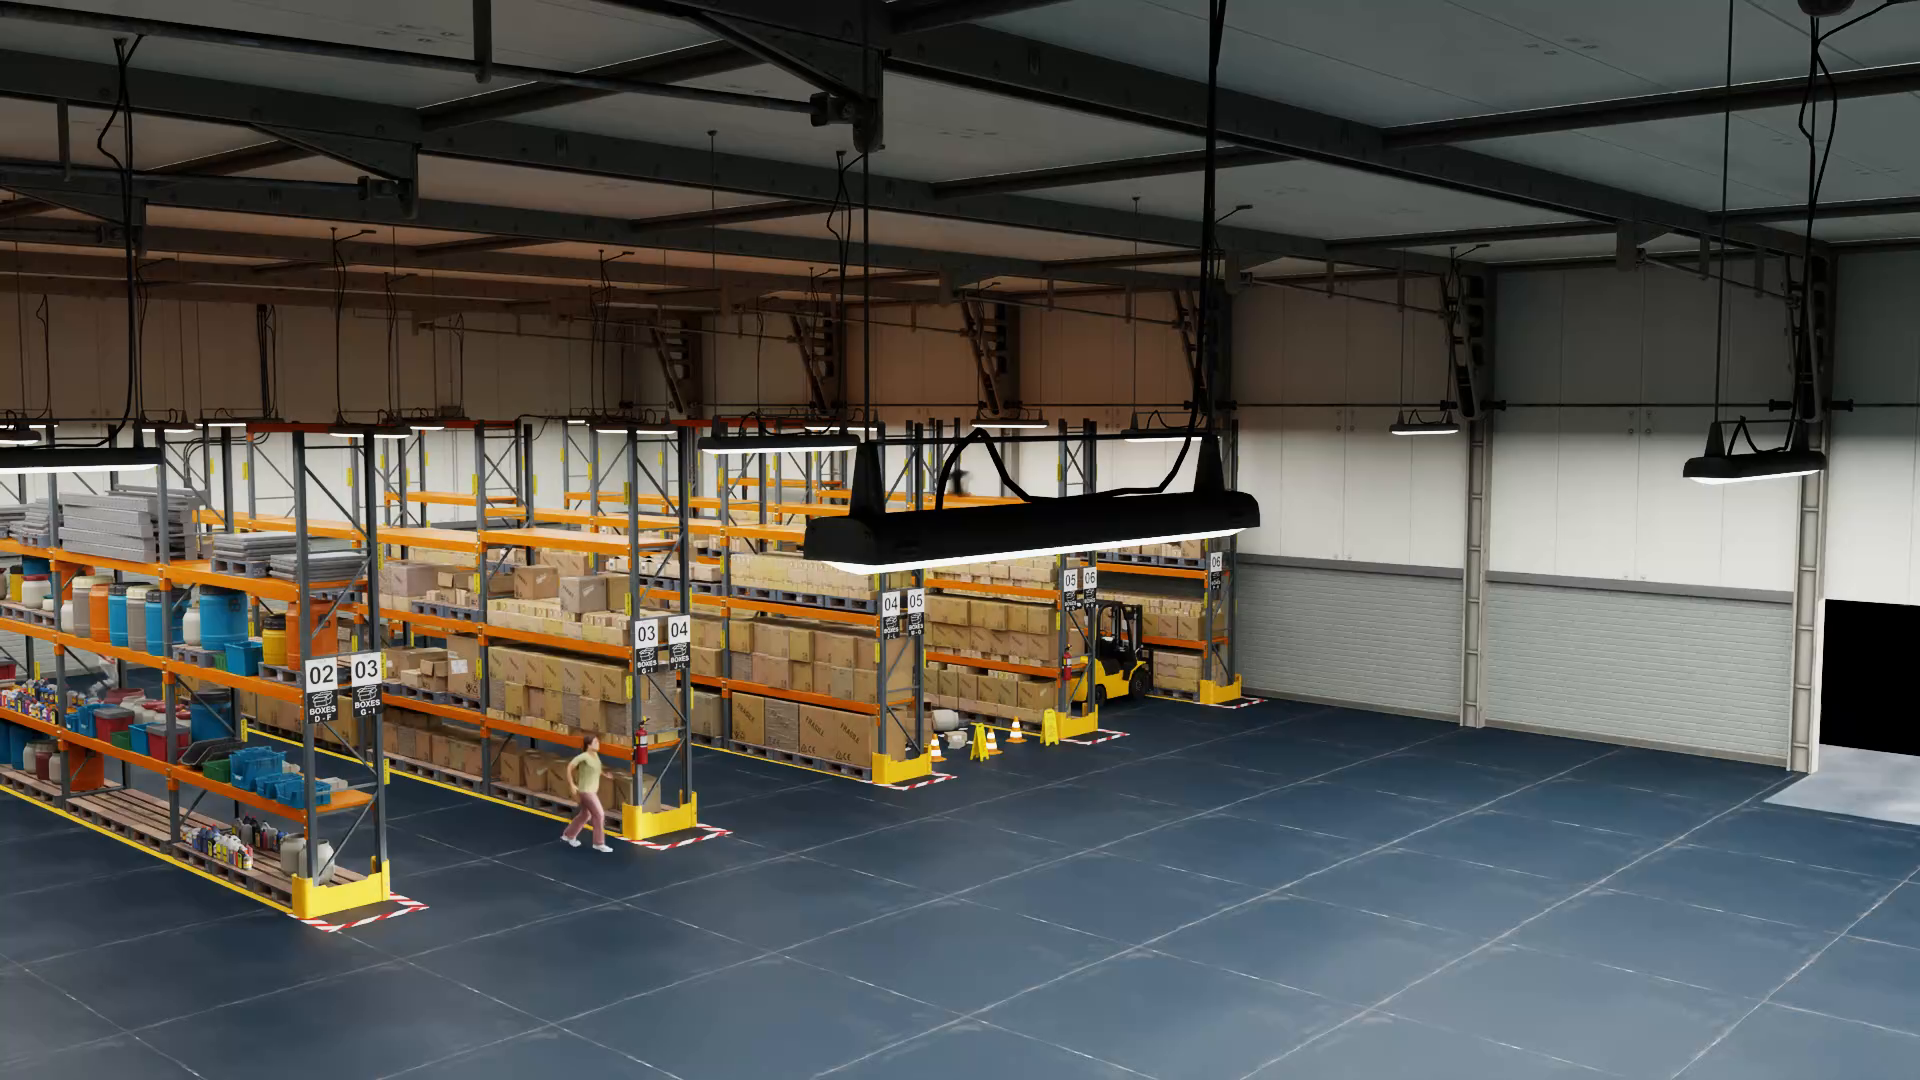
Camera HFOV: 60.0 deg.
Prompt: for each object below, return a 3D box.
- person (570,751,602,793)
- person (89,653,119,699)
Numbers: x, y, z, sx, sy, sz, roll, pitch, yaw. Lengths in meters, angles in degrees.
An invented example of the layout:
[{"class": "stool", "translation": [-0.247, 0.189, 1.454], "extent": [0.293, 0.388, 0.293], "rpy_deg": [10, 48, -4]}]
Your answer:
[{"class": "person", "translation": [-5.255, 3.272, 23.512], "extent": [0.358, 0.588, 0.542], "rpy_deg": [1, 5, 12]}, {"class": "person", "translation": [-18.051, 2.626, 35.268], "extent": [0.702, 1.664, 0.751], "rpy_deg": [-1, 5, -14]}]
